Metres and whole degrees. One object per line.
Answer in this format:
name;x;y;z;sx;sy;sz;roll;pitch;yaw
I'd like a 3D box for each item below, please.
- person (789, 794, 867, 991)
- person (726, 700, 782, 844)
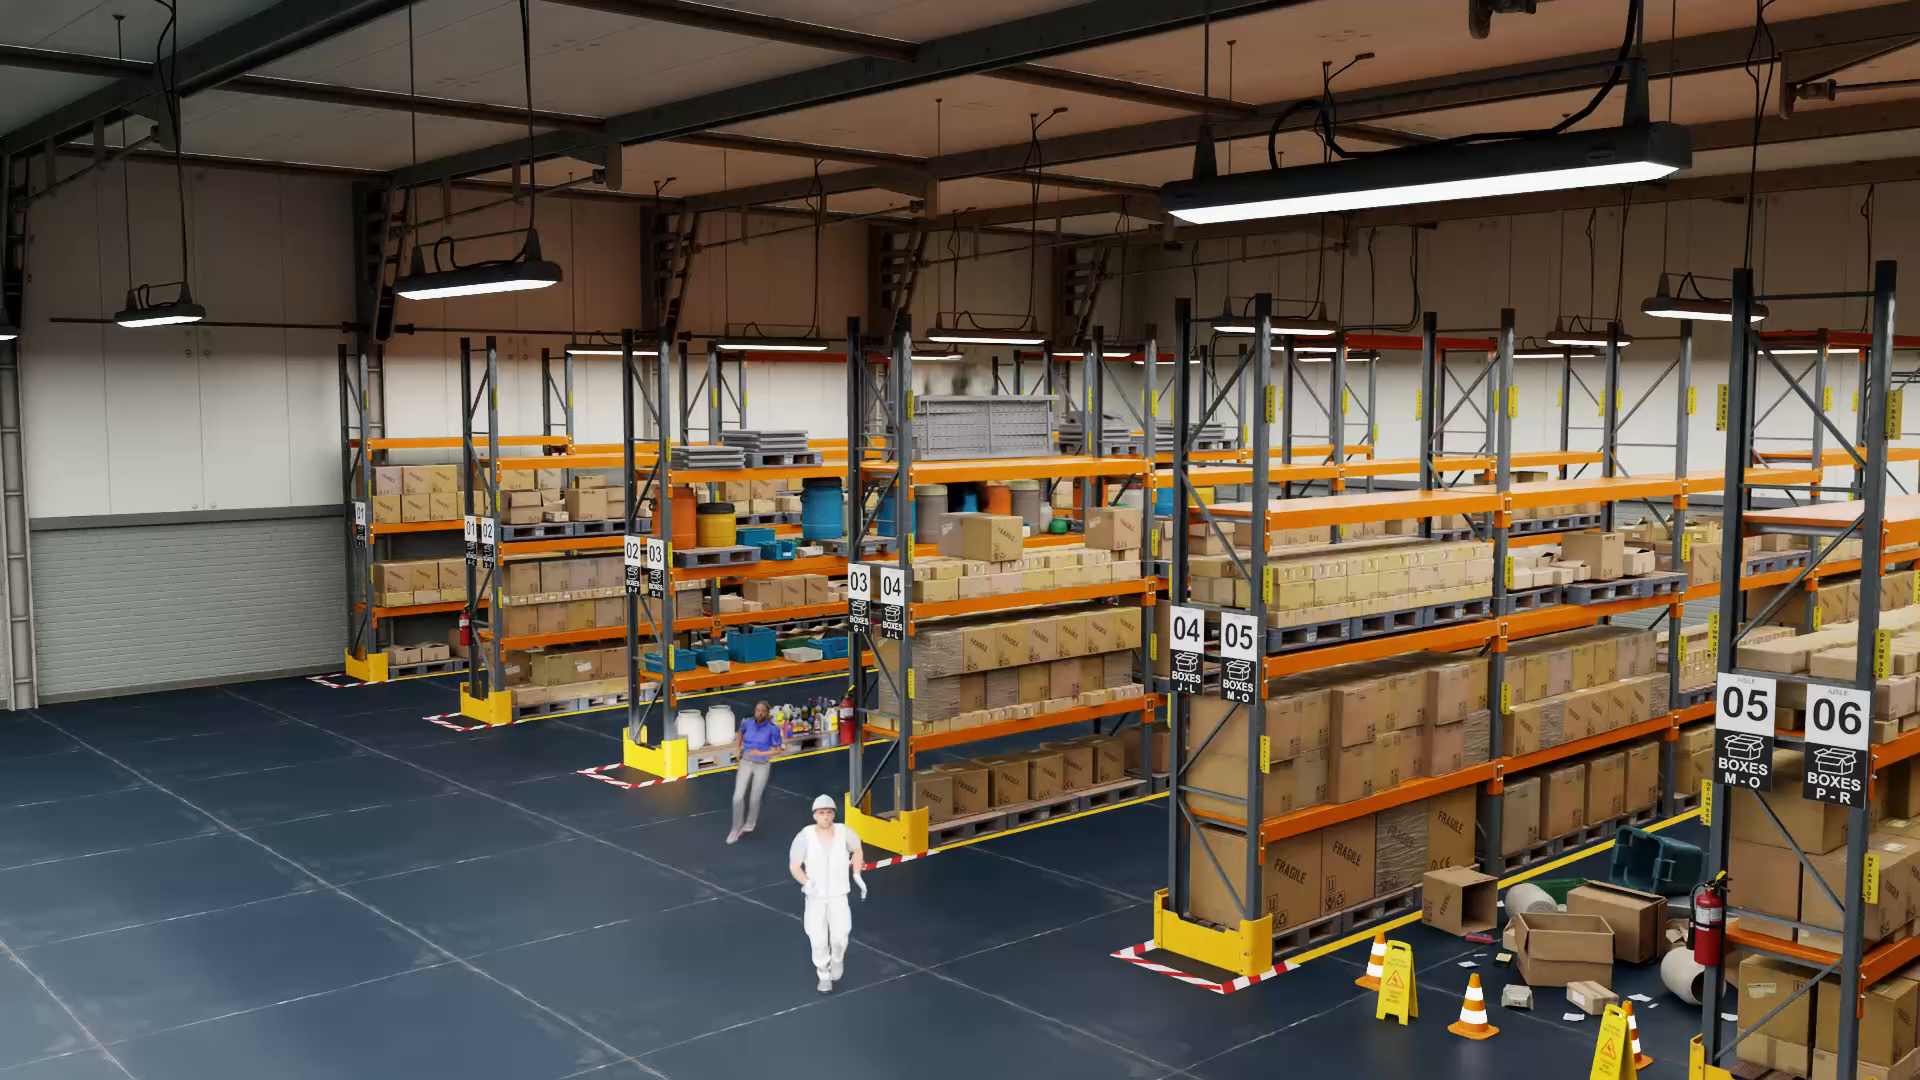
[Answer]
person;-1.117;3.026;14.156;0.661;1.735;0.642;-1;5;-8
person;-2.349;2.663;19.166;0.646;1.695;0.661;1;5;7
